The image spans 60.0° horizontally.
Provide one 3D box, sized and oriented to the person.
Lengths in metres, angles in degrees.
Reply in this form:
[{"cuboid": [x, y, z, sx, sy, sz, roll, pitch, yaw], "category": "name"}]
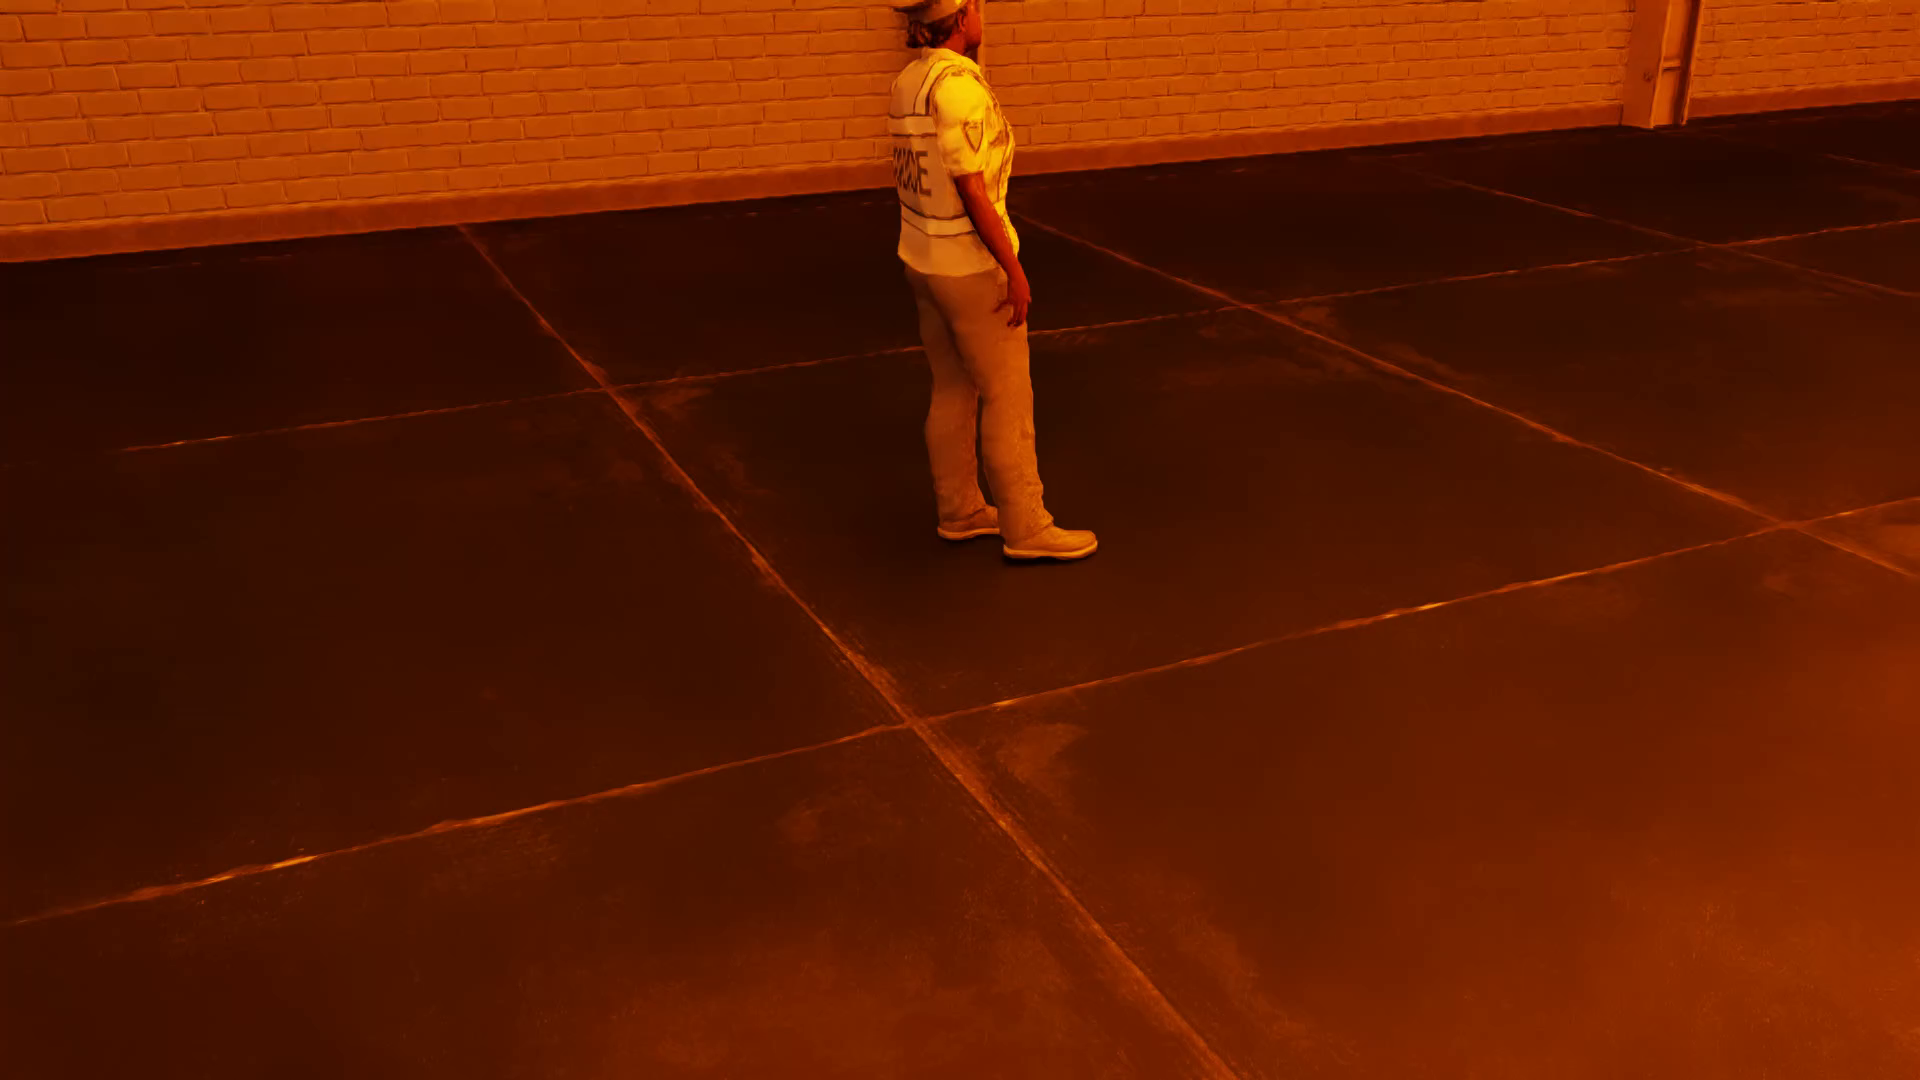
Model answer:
[{"cuboid": [0.076, -0.794, 4.792, 0.529, 1.693, 0.570, -10, 25, -23], "category": "person"}]
